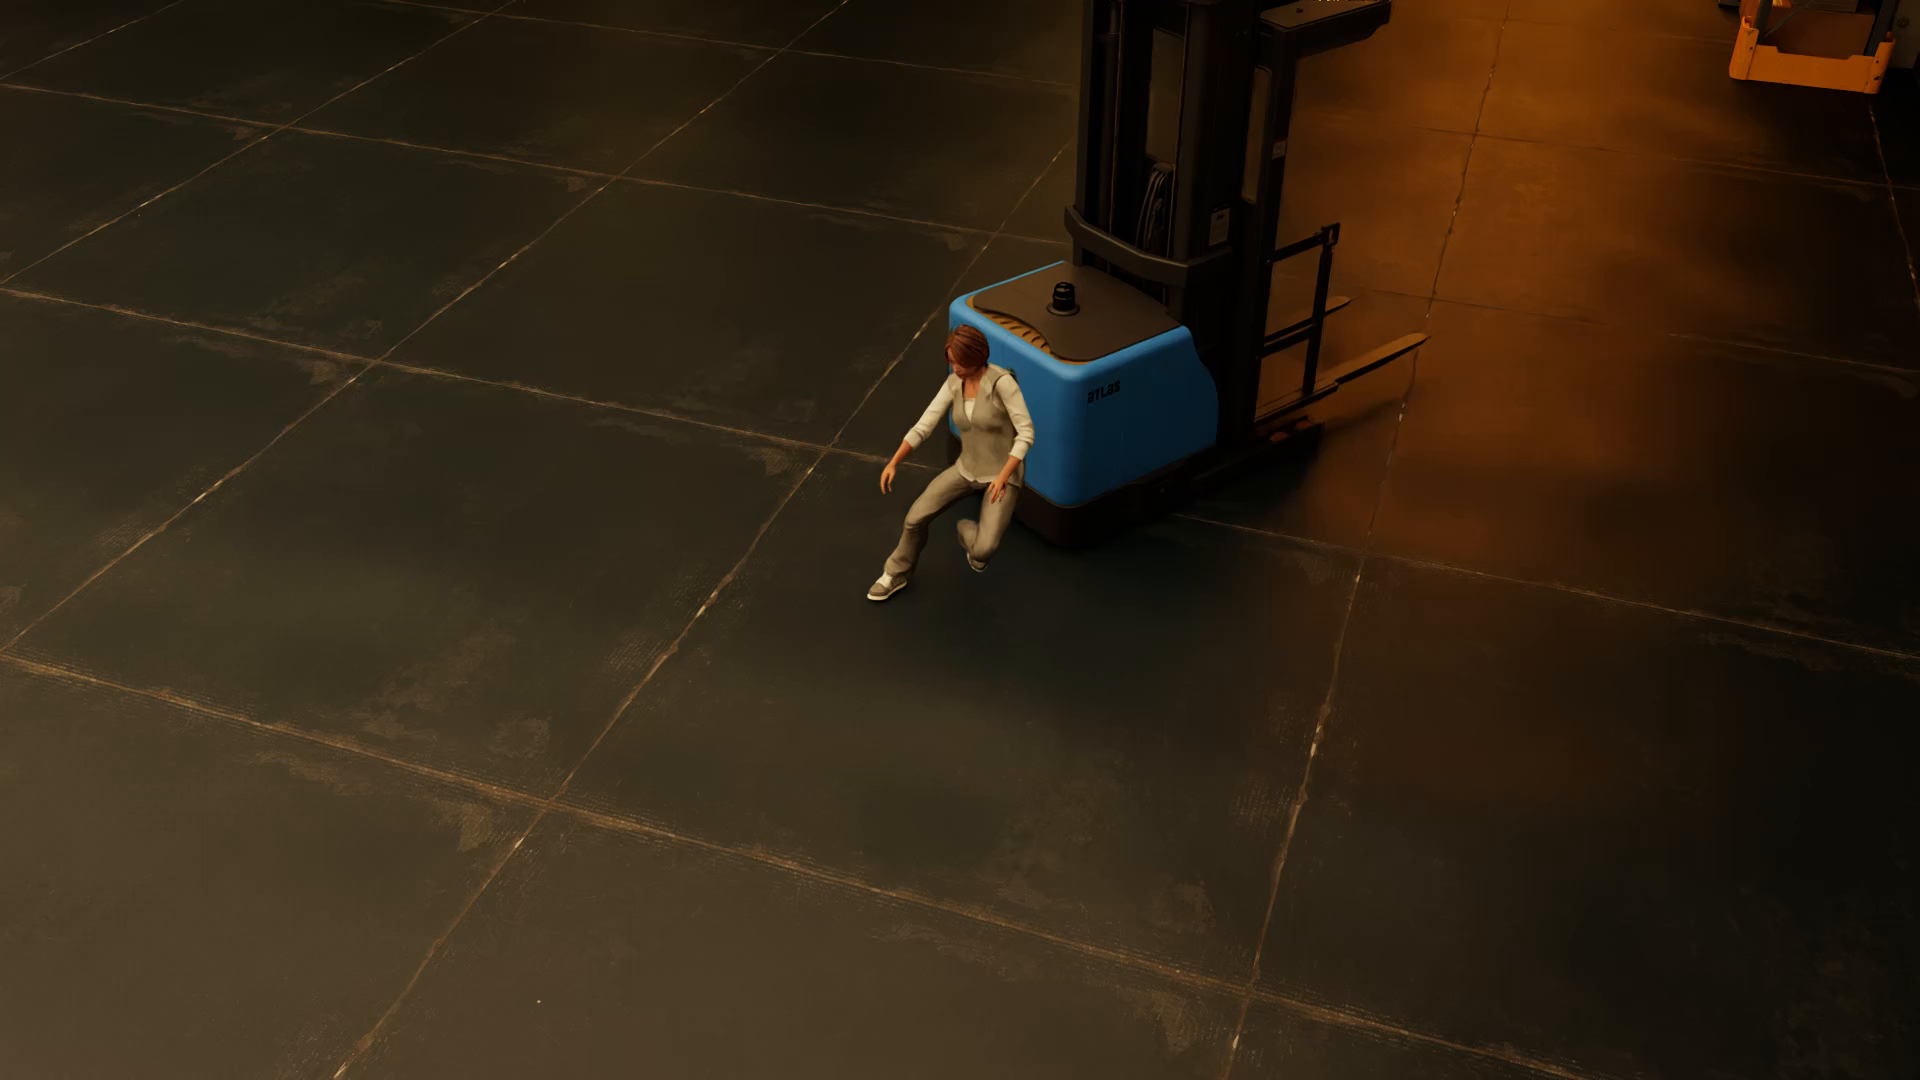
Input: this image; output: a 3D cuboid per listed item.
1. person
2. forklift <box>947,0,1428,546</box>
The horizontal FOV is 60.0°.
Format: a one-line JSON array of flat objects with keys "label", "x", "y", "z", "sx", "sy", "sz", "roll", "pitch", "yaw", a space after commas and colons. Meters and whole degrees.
[{"label": "person", "x": -0.046, "y": -0.290, "z": 7.808, "sx": 0.687, "sy": 1.424, "sz": 0.655, "roll": 22, "pitch": 41, "yaw": 28}, {"label": "forklift", "x": 1.407, "y": -1.853, "z": 8.724, "sx": 3.031, "sy": 2.935, "sz": 1.130, "roll": -24, "pitch": 42, "yaw": -30}]
